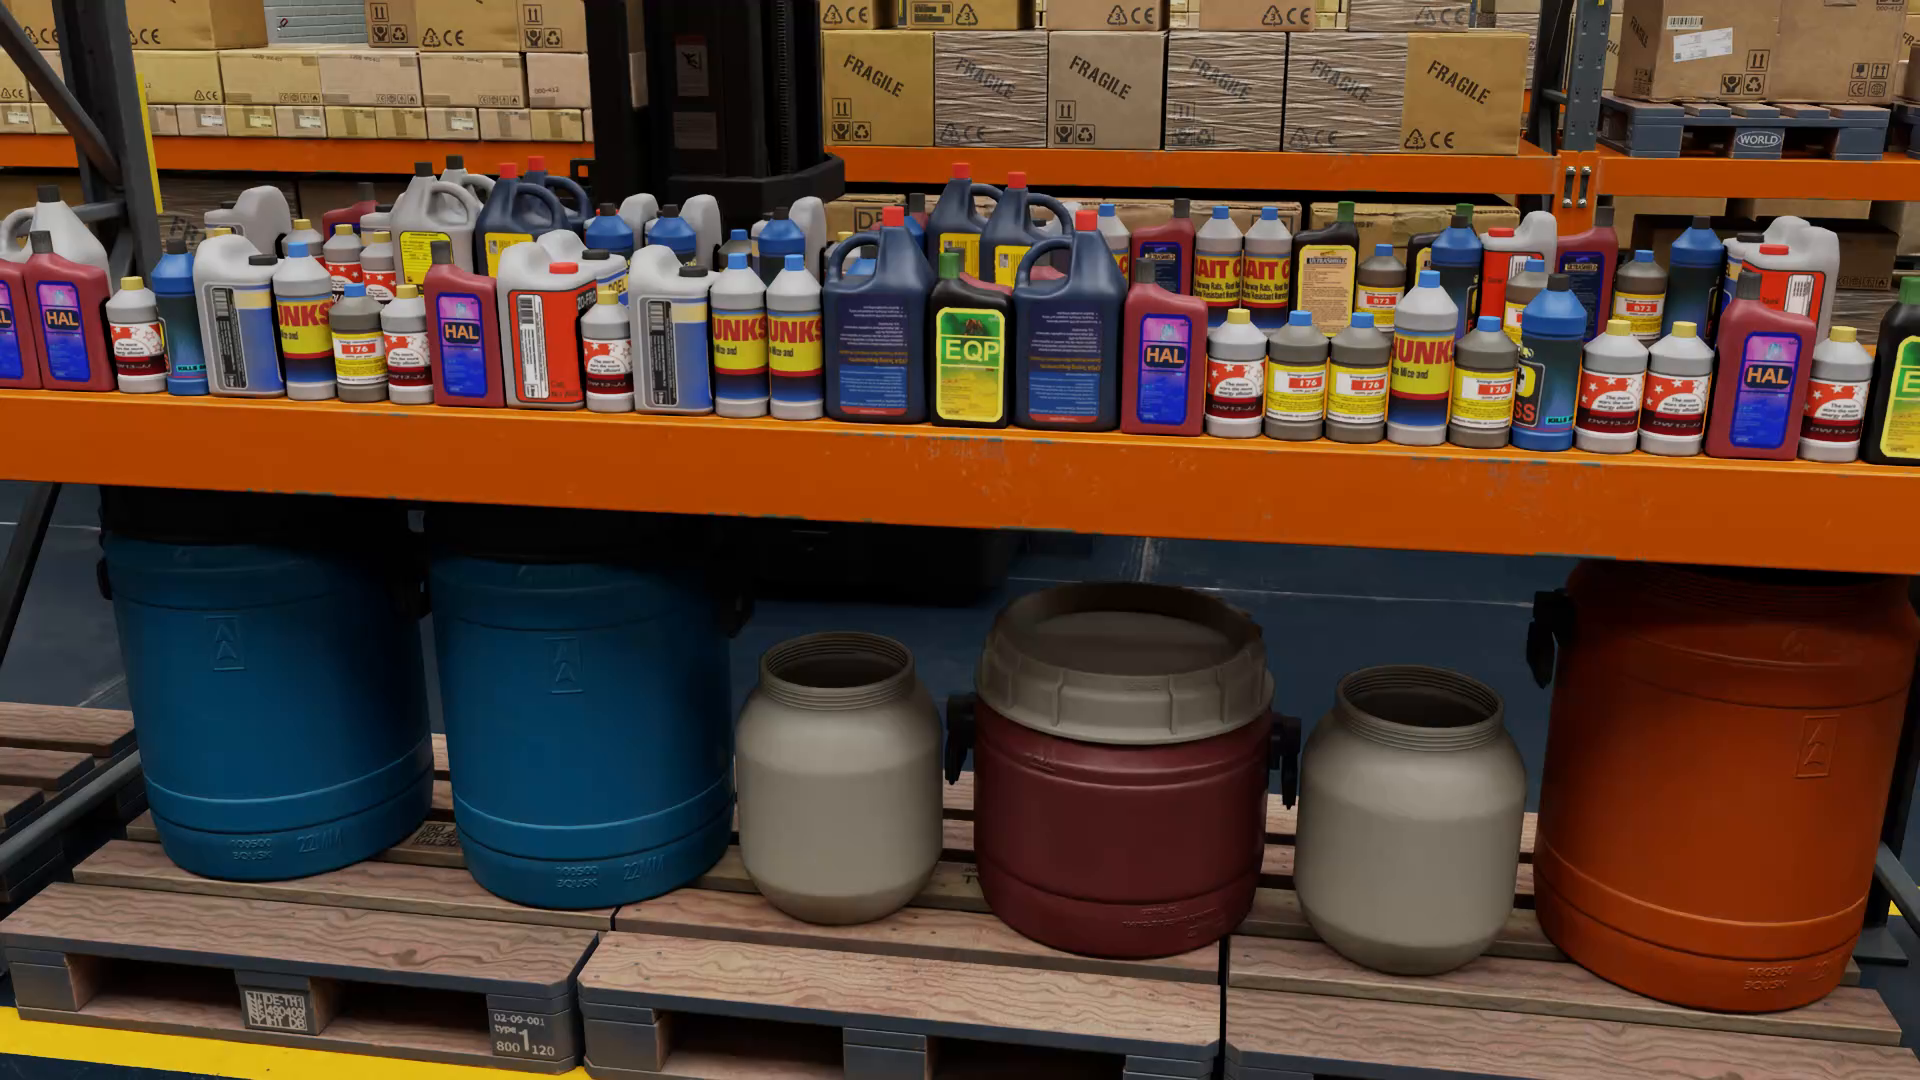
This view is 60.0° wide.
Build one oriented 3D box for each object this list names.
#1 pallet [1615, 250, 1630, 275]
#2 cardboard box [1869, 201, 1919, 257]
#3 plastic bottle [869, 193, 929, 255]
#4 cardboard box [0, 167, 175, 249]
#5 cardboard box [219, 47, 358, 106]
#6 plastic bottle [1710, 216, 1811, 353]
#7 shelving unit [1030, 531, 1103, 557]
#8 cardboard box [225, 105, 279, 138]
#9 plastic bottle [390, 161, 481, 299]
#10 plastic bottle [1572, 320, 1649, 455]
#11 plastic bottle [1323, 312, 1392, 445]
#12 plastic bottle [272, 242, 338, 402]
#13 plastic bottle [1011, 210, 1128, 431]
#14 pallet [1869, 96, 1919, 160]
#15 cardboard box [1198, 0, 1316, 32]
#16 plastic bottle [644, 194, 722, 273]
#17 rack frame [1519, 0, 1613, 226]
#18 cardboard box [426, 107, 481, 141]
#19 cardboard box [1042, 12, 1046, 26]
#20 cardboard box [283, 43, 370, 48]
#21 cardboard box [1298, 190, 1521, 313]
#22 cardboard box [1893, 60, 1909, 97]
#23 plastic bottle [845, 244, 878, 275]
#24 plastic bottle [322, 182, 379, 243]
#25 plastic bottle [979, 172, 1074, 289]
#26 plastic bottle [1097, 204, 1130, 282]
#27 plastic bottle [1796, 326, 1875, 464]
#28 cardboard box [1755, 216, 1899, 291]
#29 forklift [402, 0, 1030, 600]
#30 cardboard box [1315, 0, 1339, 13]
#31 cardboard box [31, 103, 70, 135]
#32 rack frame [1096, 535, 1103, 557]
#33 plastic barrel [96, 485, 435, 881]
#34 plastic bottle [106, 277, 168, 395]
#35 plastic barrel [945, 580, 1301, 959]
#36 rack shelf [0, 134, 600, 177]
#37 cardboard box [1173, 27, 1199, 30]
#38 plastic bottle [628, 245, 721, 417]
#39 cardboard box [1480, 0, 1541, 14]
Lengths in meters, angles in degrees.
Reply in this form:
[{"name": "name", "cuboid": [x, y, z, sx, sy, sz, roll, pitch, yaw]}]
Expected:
[{"name": "pallet", "cuboid": [4.366, -2.138, 12.361, 1.213, 0.211, 1.003, 3, 19, 9]}, {"name": "cardboard box", "cuboid": [6.922, -2.458, 11.806, 0.750, 0.750, 1.050, 3, 19, 8]}, {"name": "plastic bottle", "cuboid": [-0.125, -0.591, 3.527, 0.133, 0.283, 0.061, 3, 19, 9]}, {"name": "cardboard box", "cuboid": [-4.541, -1.562, 8.932, 0.875, 0.875, 0.875, 3, 19, 9]}, {"name": "cardboard box", "cuboid": [-3.229, -2.264, 8.110, 0.500, 0.250, 0.500, 3, 19, 8]}, {"name": "plastic bottle", "cuboid": [1.551, -0.488, 3.229, 0.135, 0.276, 0.152, 3, 19, 9]}, {"name": "shelving unit", "cuboid": [0.402, -0.474, 6.065, 0.252, 1.050, 0.215, 3, 19, 10]}, {"name": "cardboard box", "cuboid": [-3.369, -2.060, 8.130, 0.250, 0.149, 0.380, 2, 19, 7]}, {"name": "plastic bottle", "cuboid": [-1.085, -0.613, 3.484, 0.185, 0.351, 0.144, 3, 19, 9]}, {"name": "plastic bottle", "cuboid": [1.025, -0.244, 2.618, 0.097, 0.201, 0.097, 0, 18, 0]}, {"name": "plastic bottle", "cuboid": [0.641, -0.264, 2.677, 0.097, 0.201, 0.097, 0, 18, 0]}, {"name": "plastic bottle", "cuboid": [-1.154, -0.388, 2.939, 0.097, 0.271, 0.097, 0, 18, 0]}, {"name": "plastic bottle", "cuboid": [0.181, -0.365, 2.746, 0.185, 0.351, 0.144, 3, 19, 9]}, {"name": "pallet", "cuboid": [4.674, -1.797, 7.250, 1.213, 0.211, 1.003, 3, 19, 9]}, {"name": "cardboard box", "cuboid": [1.351, -2.574, 7.530, 0.637, 0.503, 0.797, 3, 19, 10]}, {"name": "plastic bottle", "cuboid": [-0.590, -0.597, 3.555, 0.135, 0.276, 0.152, 3, 19, 9]}, {"name": "rack frame", "cuboid": [2.713, -1.975, 7.479, 0.127, 3.000, 1.000, 3, 19, 9]}, {"name": "cardboard box", "cuboid": [-2.351, -2.009, 7.976, 0.250, 0.149, 0.380, 3, 19, 10]}, {"name": "cardboard box", "cuboid": [0.734, -3.744, 12.032, 0.250, 0.149, 0.380, 2, 19, 6]}, {"name": "cardboard box", "cuboid": [-3.147, -2.430, 8.607, 0.500, 0.250, 0.500, 3, 19, 9]}, {"name": "cardboard box", "cuboid": [2.035, -1.208, 7.873, 0.875, 0.875, 1.225, 2, 19, 6]}, {"name": "cardboard box", "cuboid": [4.402, -2.111, 7.436, 0.258, 0.266, 0.396, 2, 19, 7]}, {"name": "plastic bottle", "cuboid": [-0.157, -0.384, 2.926, 0.097, 0.271, 0.097, 0, 18, 0]}, {"name": "plastic bottle", "cuboid": [-1.346, -0.654, 3.713, 0.133, 0.283, 0.061, 3, 19, 9]}, {"name": "plastic bottle", "cuboid": [0.134, -0.548, 3.291, 0.185, 0.351, 0.144, 3, 19, 9]}, {"name": "plastic bottle", "cuboid": [0.301, -0.558, 3.447, 0.097, 0.271, 0.097, 0, 18, 0]}, {"name": "plastic bottle", "cuboid": [1.349, -0.228, 2.569, 0.097, 0.201, 0.097, 0, 18, 0]}, {"name": "cardboard box", "cuboid": [3.905, -1.306, 7.544, 0.500, 0.250, 0.500, 5, 19, 15]}, {"name": "forklift", "cuboid": [-1.254, -1.399, 5.864, 3.031, 2.935, 1.130, 3, 19, 10]}, {"name": "cardboard box", "cuboid": [2.537, -3.794, 11.711, 0.250, 0.149, 0.380, 4, 19, 10]}, {"name": "cardboard box", "cuboid": [0.624, -0.460, 2.794, 11.691, 0.500, 10.414, 2, 19, 7]}, {"name": "rack frame", "cuboid": [0.522, -0.467, 6.044, 0.008, 1.050, 0.200, 3, 19, 10]}, {"name": "plastic barrel", "cuboid": [-1.487, 0.204, 3.612, 0.708, 0.901, 0.600, 3, 19, 9]}, {"name": "plastic bottle", "cuboid": [-1.479, -0.372, 3.000, 0.097, 0.201, 0.097, 0, 18, 0]}, {"name": "plastic barrel", "cuboid": [0.327, 0.445, 3.385, 0.708, 0.588, 0.600, 3, 19, 9]}, {"name": "rack shelf", "cuboid": [-3.211, -1.936, 8.496, 4.000, 0.370, 1.077, 3, 19, 9]}, {"name": "cardboard box", "cuboid": [1.260, -2.182, 7.940, 0.500, 0.500, 0.500, 3, 19, 8]}, {"name": "plastic bottle", "cuboid": [-0.482, -0.365, 2.862, 0.135, 0.276, 0.152, 3, 19, 9]}, {"name": "cardboard box", "cuboid": [4.041, -4.020, 11.857, 0.500, 0.500, 0.700, 3, 19, 8]}]
